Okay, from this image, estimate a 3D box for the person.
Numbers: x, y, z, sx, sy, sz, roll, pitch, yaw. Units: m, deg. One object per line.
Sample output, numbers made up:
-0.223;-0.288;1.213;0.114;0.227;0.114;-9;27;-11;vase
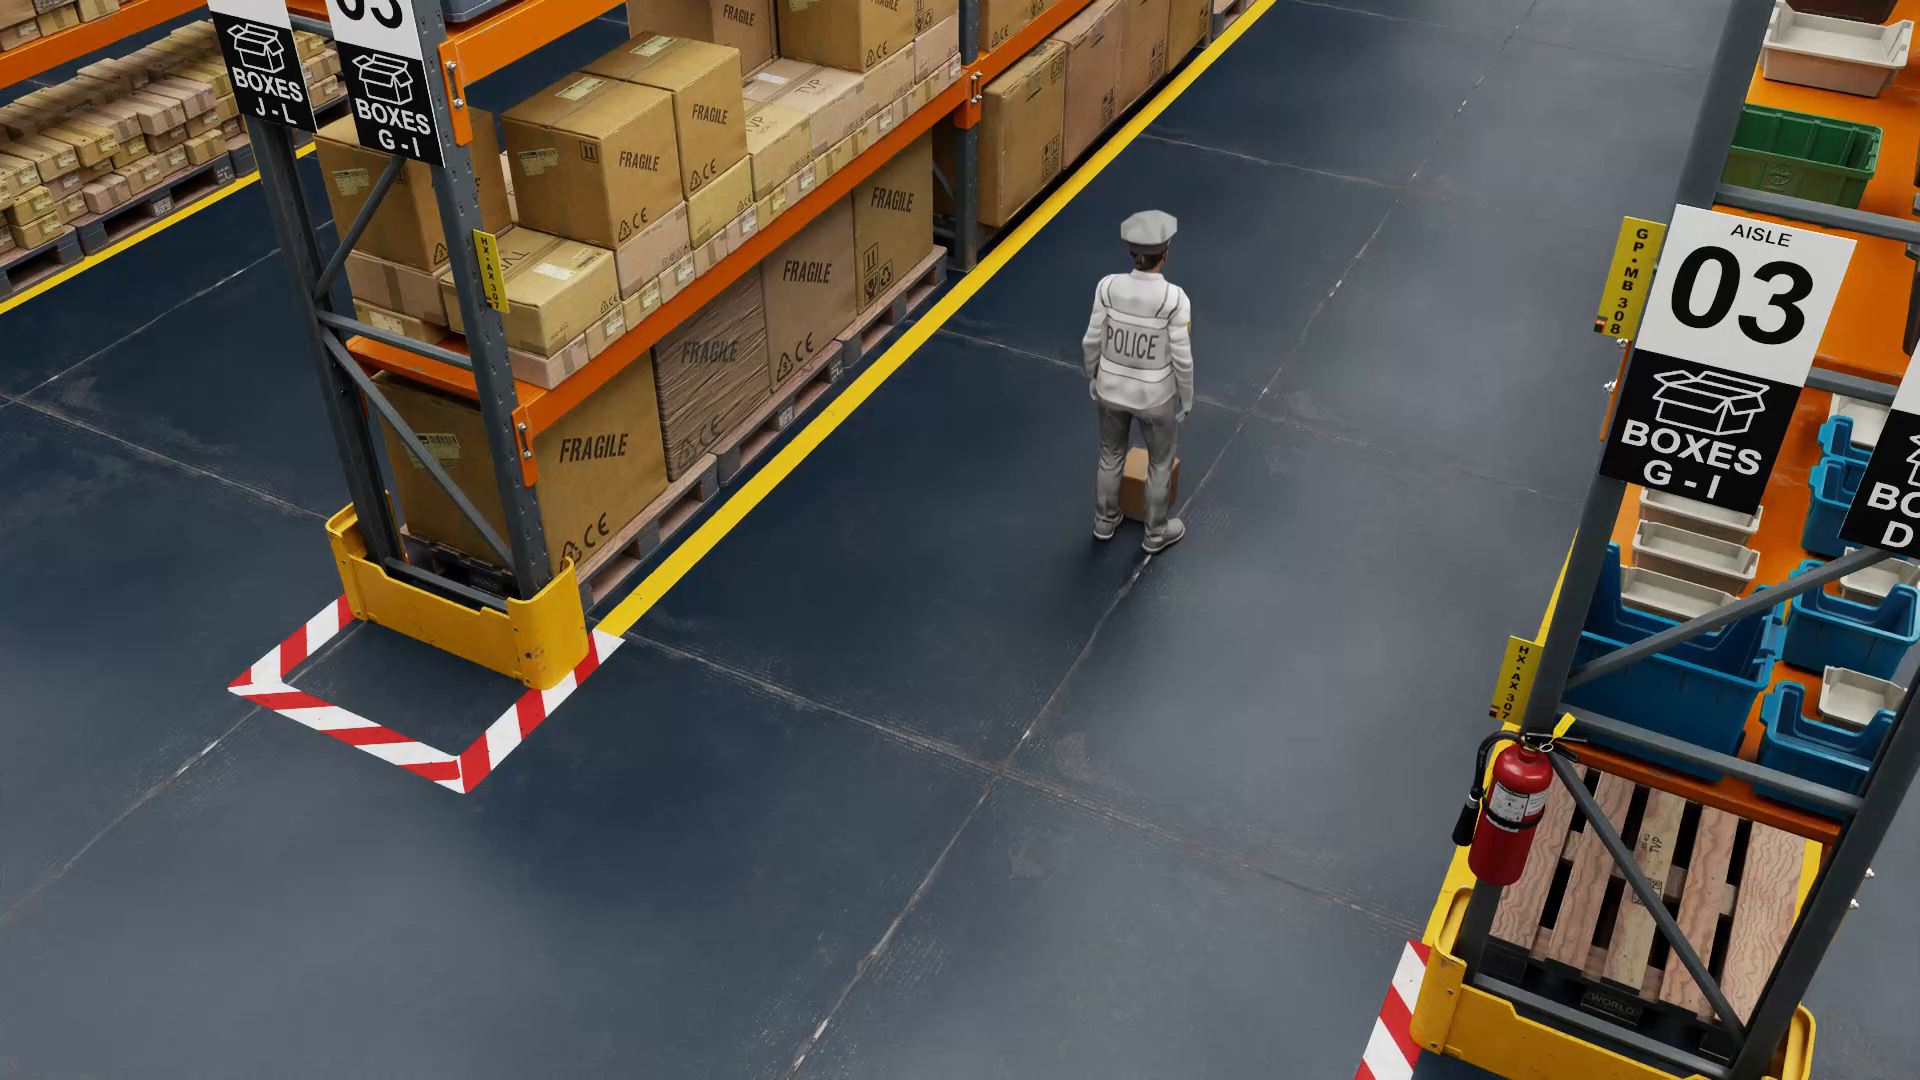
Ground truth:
0.813;-0.680;7.617;0.518;1.655;0.369;16;41;20;person
